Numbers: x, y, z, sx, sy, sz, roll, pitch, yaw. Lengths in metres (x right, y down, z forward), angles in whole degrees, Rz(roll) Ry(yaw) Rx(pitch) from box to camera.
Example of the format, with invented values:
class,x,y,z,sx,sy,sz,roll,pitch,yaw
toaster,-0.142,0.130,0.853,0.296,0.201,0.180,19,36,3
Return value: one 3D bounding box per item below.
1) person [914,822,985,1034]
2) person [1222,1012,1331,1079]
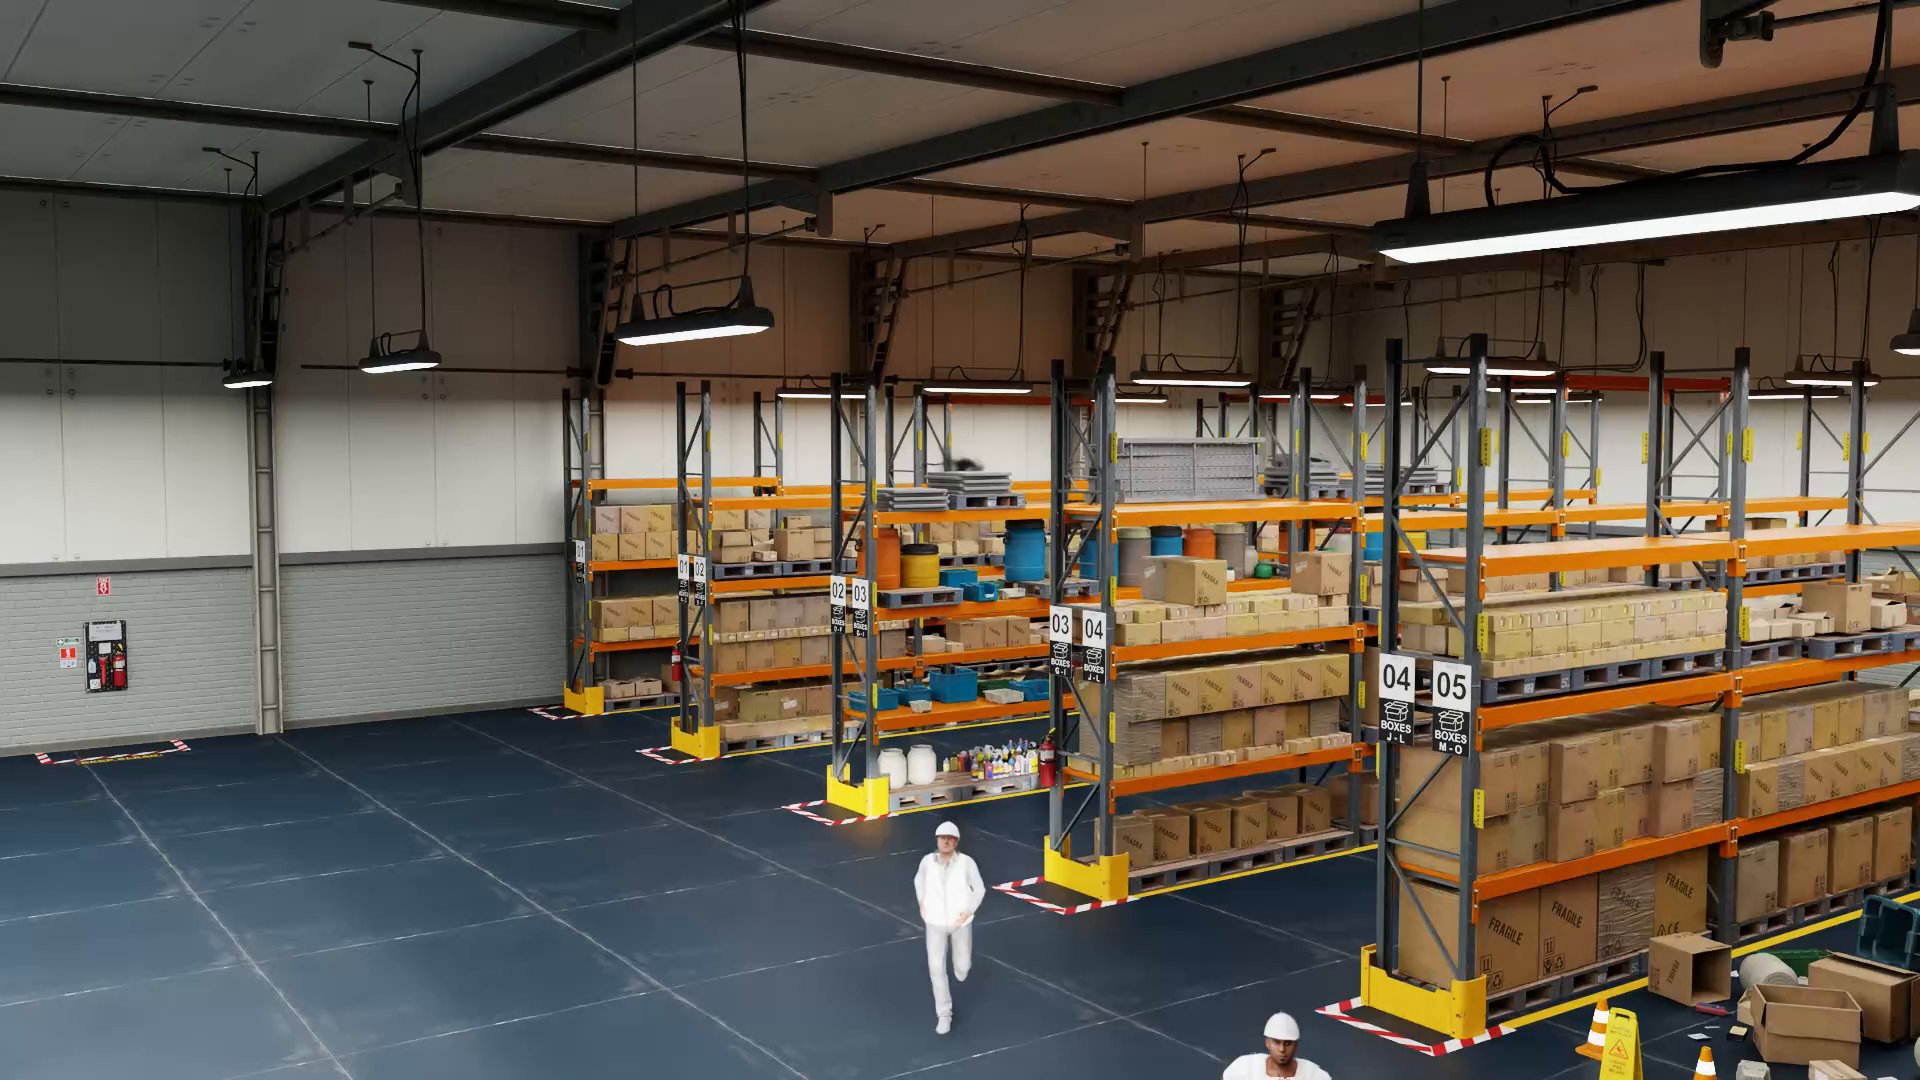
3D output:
class,x,y,z,sx,sy,sz,roll,pitch,yaw
person,-0.098,3.373,14.752,0.640,1.767,0.994,0,4,2
person,1.854,3.658,9.689,0.676,1.831,0.781,0,4,7
